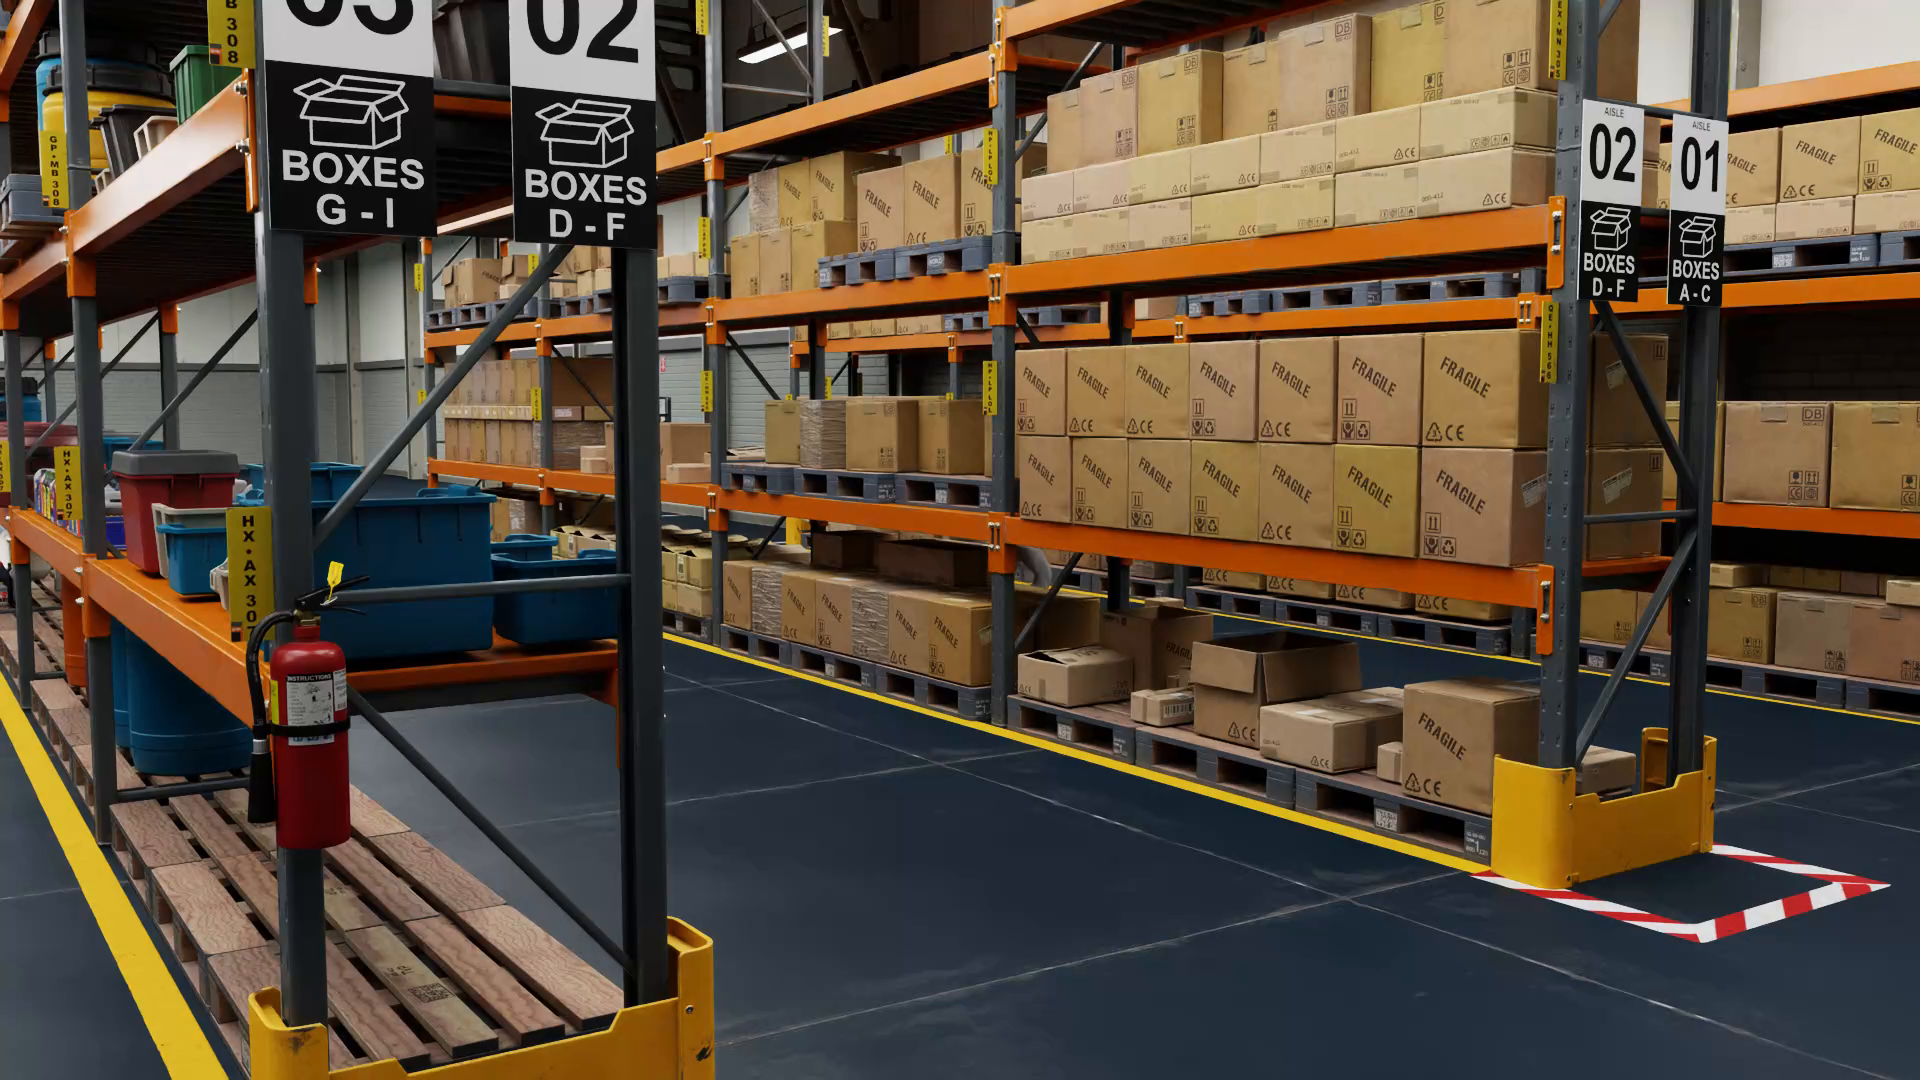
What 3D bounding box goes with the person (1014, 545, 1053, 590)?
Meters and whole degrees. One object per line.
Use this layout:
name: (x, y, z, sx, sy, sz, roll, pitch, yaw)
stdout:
person: (0.469, -0.042, 14.668, 0.904, 1.606, 0.510, 0, 5, 5)
